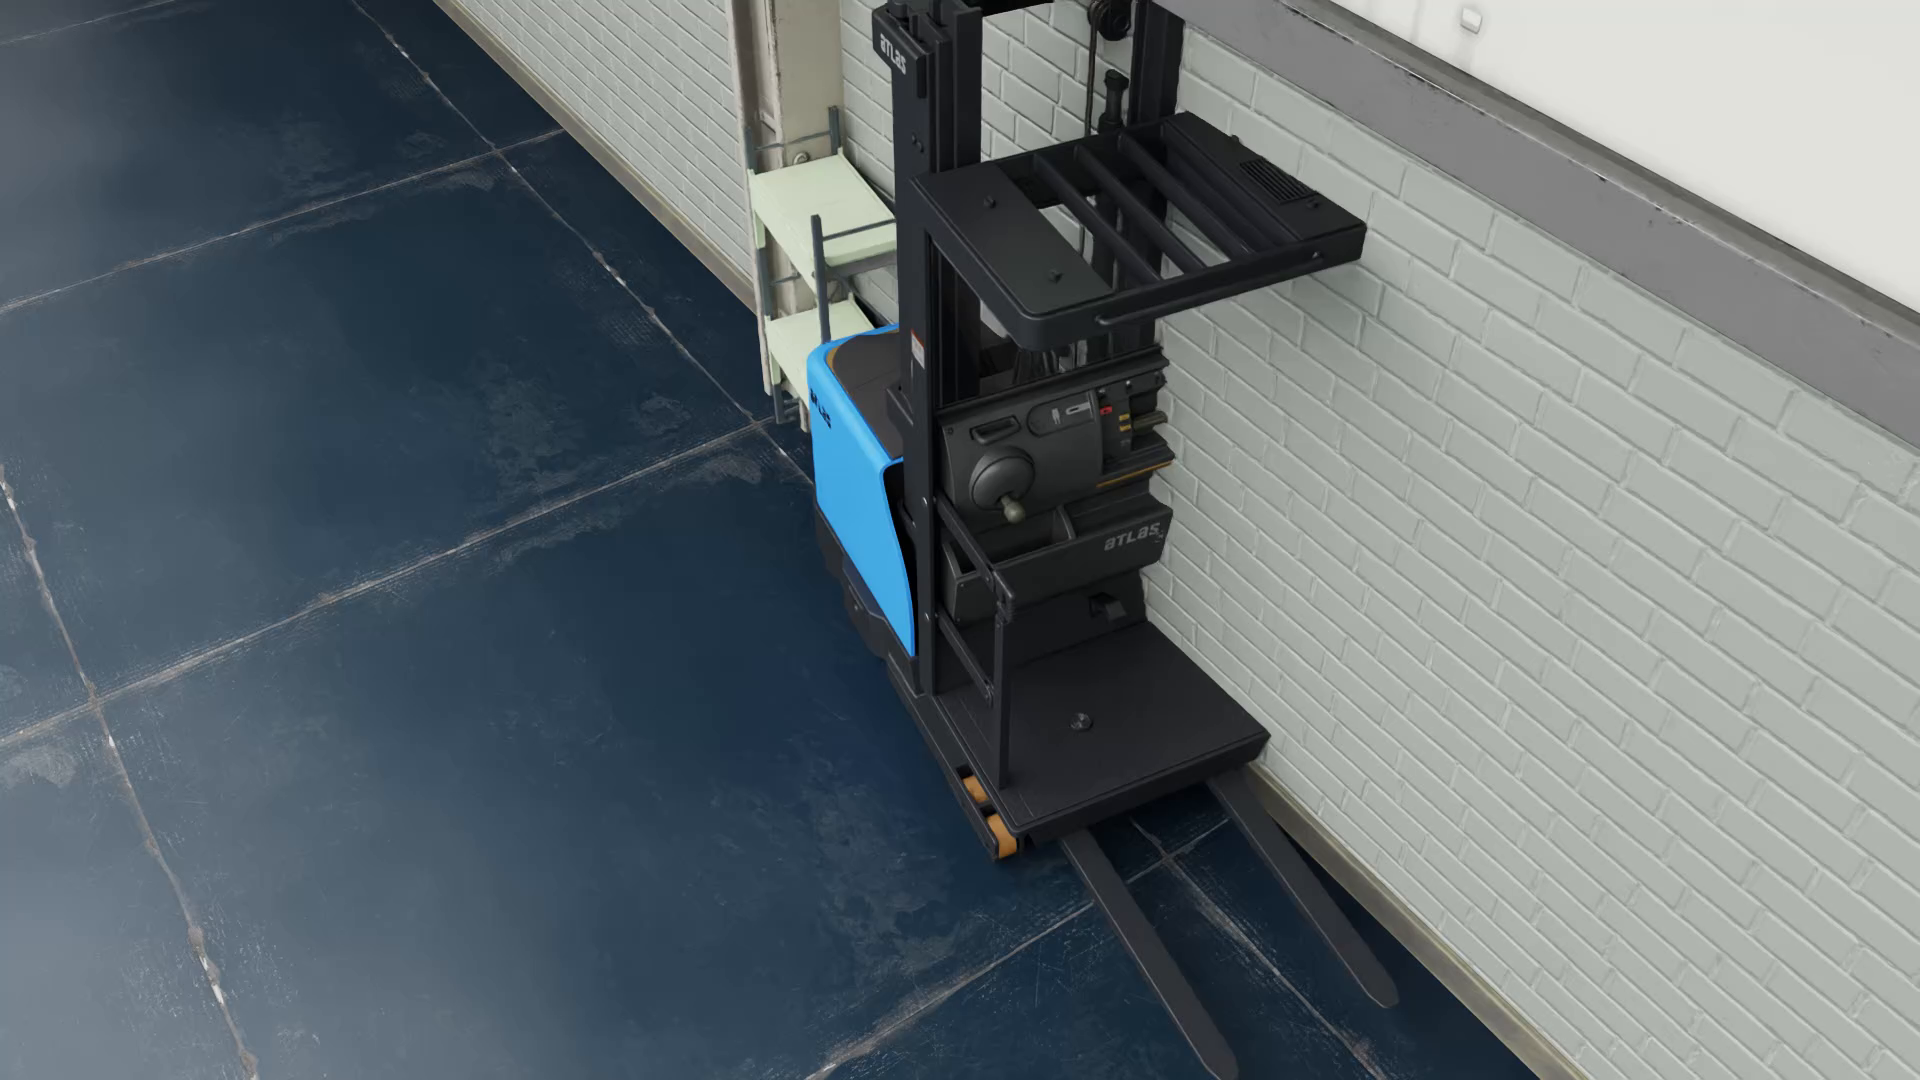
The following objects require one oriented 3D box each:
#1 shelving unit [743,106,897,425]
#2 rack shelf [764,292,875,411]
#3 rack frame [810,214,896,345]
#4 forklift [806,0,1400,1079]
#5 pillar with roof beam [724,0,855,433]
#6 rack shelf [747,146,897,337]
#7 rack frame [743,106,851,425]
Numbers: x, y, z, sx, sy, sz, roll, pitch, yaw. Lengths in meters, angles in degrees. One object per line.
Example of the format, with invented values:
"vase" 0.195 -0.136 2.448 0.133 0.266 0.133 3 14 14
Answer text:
"shelving unit" -0.512 -0.920 6.938 0.431 1.500 0.755 -18 45 -18
"rack shelf" -0.507 -0.681 7.160 0.431 0.370 0.720 -18 45 -18
"rack frame" -0.356 -0.697 6.694 0.400 1.500 0.023 -18 45 -18
"forklift" 0.471 -0.257 5.387 1.130 2.935 3.031 -18 47 -18
"pillar with roof beam" -4.235 -2.226 3.056 9.100 9.000 0.400 -26 49 -24
"rack shelf" -0.518 -1.207 6.673 0.431 0.370 0.720 -18 45 -18
"rack frame" -0.669 -1.144 7.183 0.400 1.500 0.023 -18 45 -18
